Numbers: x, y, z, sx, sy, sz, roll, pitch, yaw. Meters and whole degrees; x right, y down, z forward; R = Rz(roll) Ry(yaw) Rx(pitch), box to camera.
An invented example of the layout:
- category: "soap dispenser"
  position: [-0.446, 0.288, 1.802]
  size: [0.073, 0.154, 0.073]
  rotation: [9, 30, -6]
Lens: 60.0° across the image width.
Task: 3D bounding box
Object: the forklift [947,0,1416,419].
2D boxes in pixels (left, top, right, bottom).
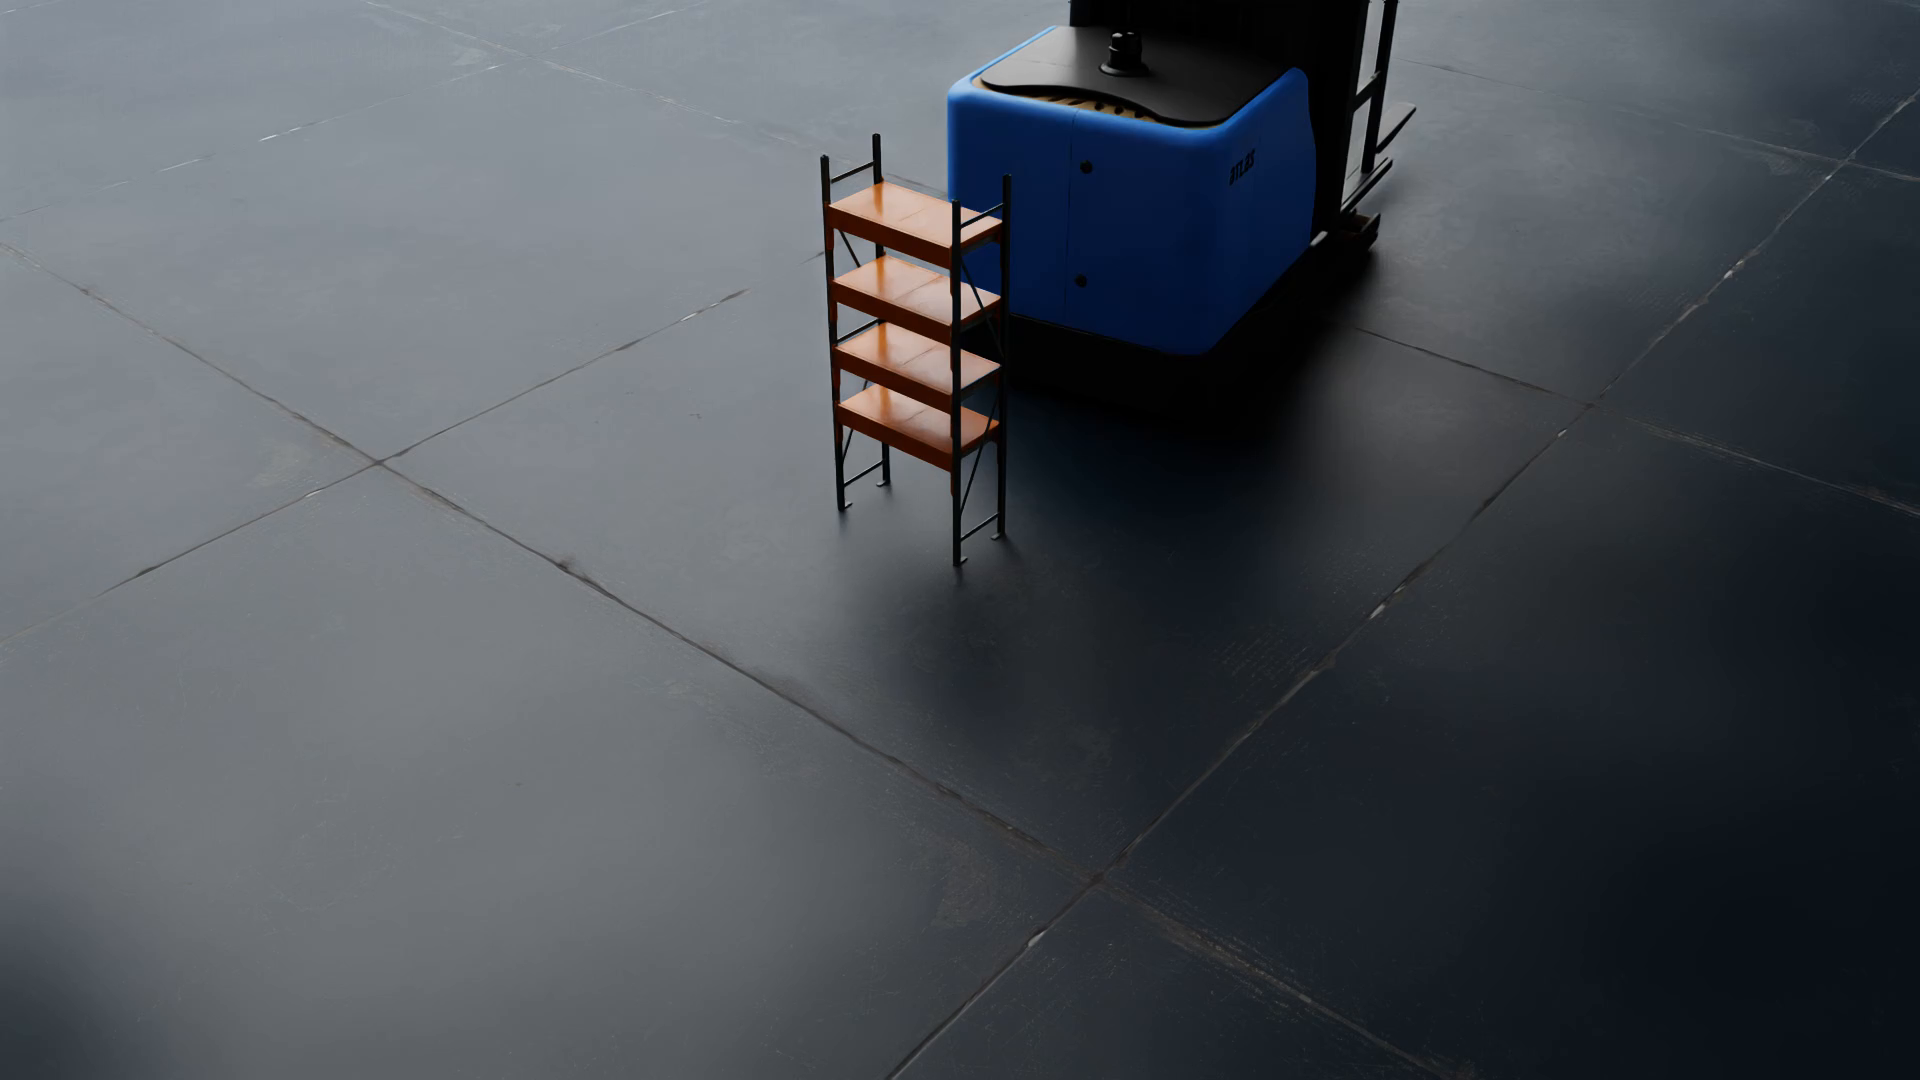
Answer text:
- category: "forklift"
  position: [1.109, -2.433, 6.204]
  size: [1.130, 2.935, 3.031]
  rotation: [18, 38, 24]

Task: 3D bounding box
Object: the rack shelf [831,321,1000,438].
- category: "rack shelf"
  position: [-0.127, -0.499, 5.036]
  size: [0.480, 0.148, 0.258]
  rotation: [25, 42, 32]

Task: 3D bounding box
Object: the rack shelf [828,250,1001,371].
- category: "rack shelf"
  position: [-0.127, -0.683, 4.909]
  size: [0.480, 0.148, 0.258]
  rotation: [25, 42, 32]

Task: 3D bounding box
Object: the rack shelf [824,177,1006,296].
- category: "rack shelf"
  position: [-0.127, -0.878, 4.775]
  size: [0.480, 0.148, 0.258]
  rotation: [25, 42, 32]

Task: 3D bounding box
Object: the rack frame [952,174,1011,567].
- category: "rack frame"
  position: [0.060, -0.466, 4.869]
  size: [0.015, 1.200, 0.240]
  rotation: [25, 42, 32]

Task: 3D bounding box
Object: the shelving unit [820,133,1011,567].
- category: "shelving unit"
  position: [-0.127, -0.555, 4.998]
  size: [0.503, 1.200, 0.258]
  rotation: [25, 42, 32]

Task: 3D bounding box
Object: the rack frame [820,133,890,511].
- category: "rack frame"
  position: [-0.315, -0.643, 5.126]
  size: [0.015, 1.200, 0.240]
  rotation: [25, 42, 32]

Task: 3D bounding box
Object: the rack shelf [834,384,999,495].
- category: "rack shelf"
  position: [-0.127, -0.335, 5.148]
  size: [0.480, 0.148, 0.258]
  rotation: [25, 42, 32]
